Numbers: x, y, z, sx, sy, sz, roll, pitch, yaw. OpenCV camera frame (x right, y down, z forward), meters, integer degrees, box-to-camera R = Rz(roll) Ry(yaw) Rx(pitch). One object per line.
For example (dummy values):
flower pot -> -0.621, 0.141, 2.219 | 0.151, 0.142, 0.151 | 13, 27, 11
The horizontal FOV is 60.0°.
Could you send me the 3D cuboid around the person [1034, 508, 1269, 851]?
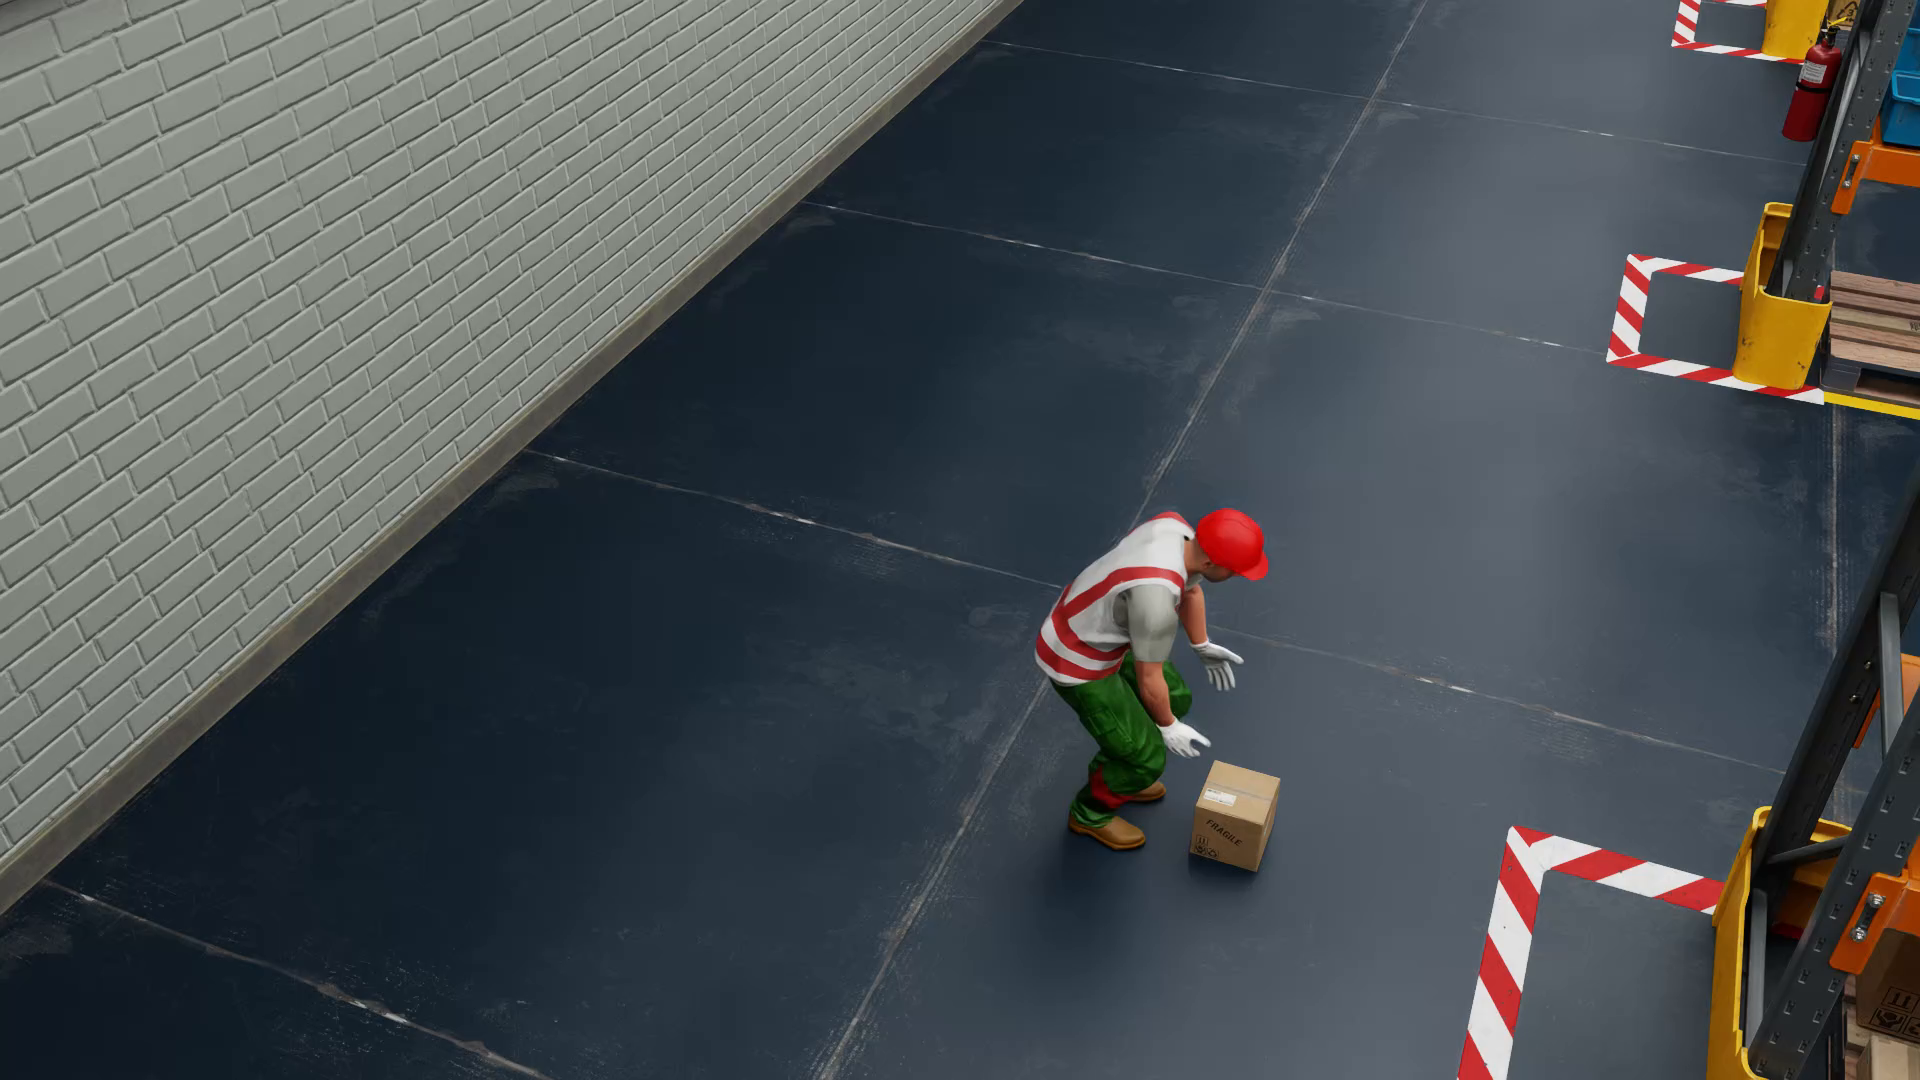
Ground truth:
person -> 0.654, 0.434, 5.846 | 0.750, 1.442, 0.583 | 14, 39, 18
